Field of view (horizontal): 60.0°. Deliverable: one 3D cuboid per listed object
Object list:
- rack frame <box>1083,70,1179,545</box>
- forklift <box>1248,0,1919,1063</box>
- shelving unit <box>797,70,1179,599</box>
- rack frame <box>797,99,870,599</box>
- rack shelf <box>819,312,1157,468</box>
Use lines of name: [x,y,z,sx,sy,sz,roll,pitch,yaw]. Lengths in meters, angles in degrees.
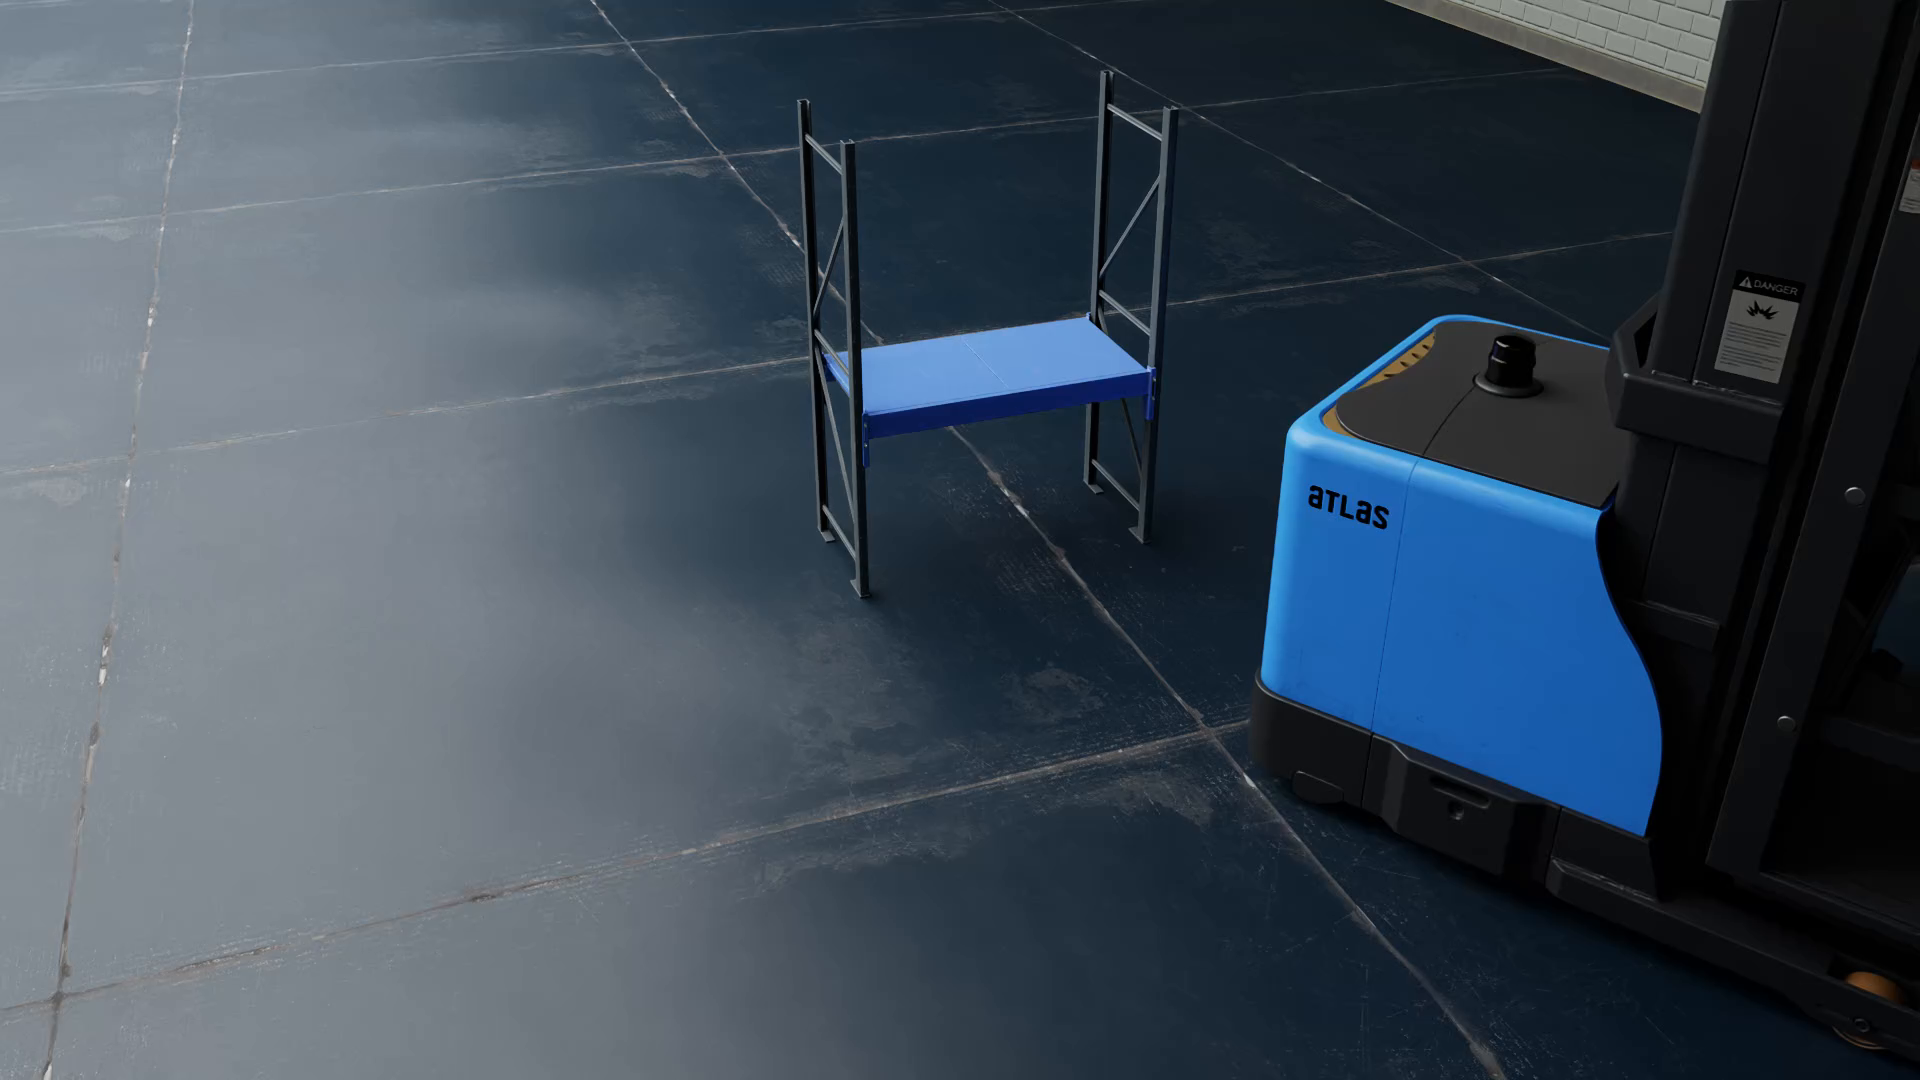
rack frame: [0.556,-0.754,5.559,0.032,1.500,0.500,-10,31,-18]
forklift: [2.274,-0.371,3.441,3.031,2.935,1.130,21,36,32]
shelving unit: [0.080,-0.666,5.405,1.048,1.500,0.538,-10,31,-18]
rack frame: [-0.396,-0.579,5.251,0.032,1.500,0.500,-10,31,-18]
rack shelf: [0.080,-0.510,5.494,1.000,0.185,0.538,-10,31,-18]
